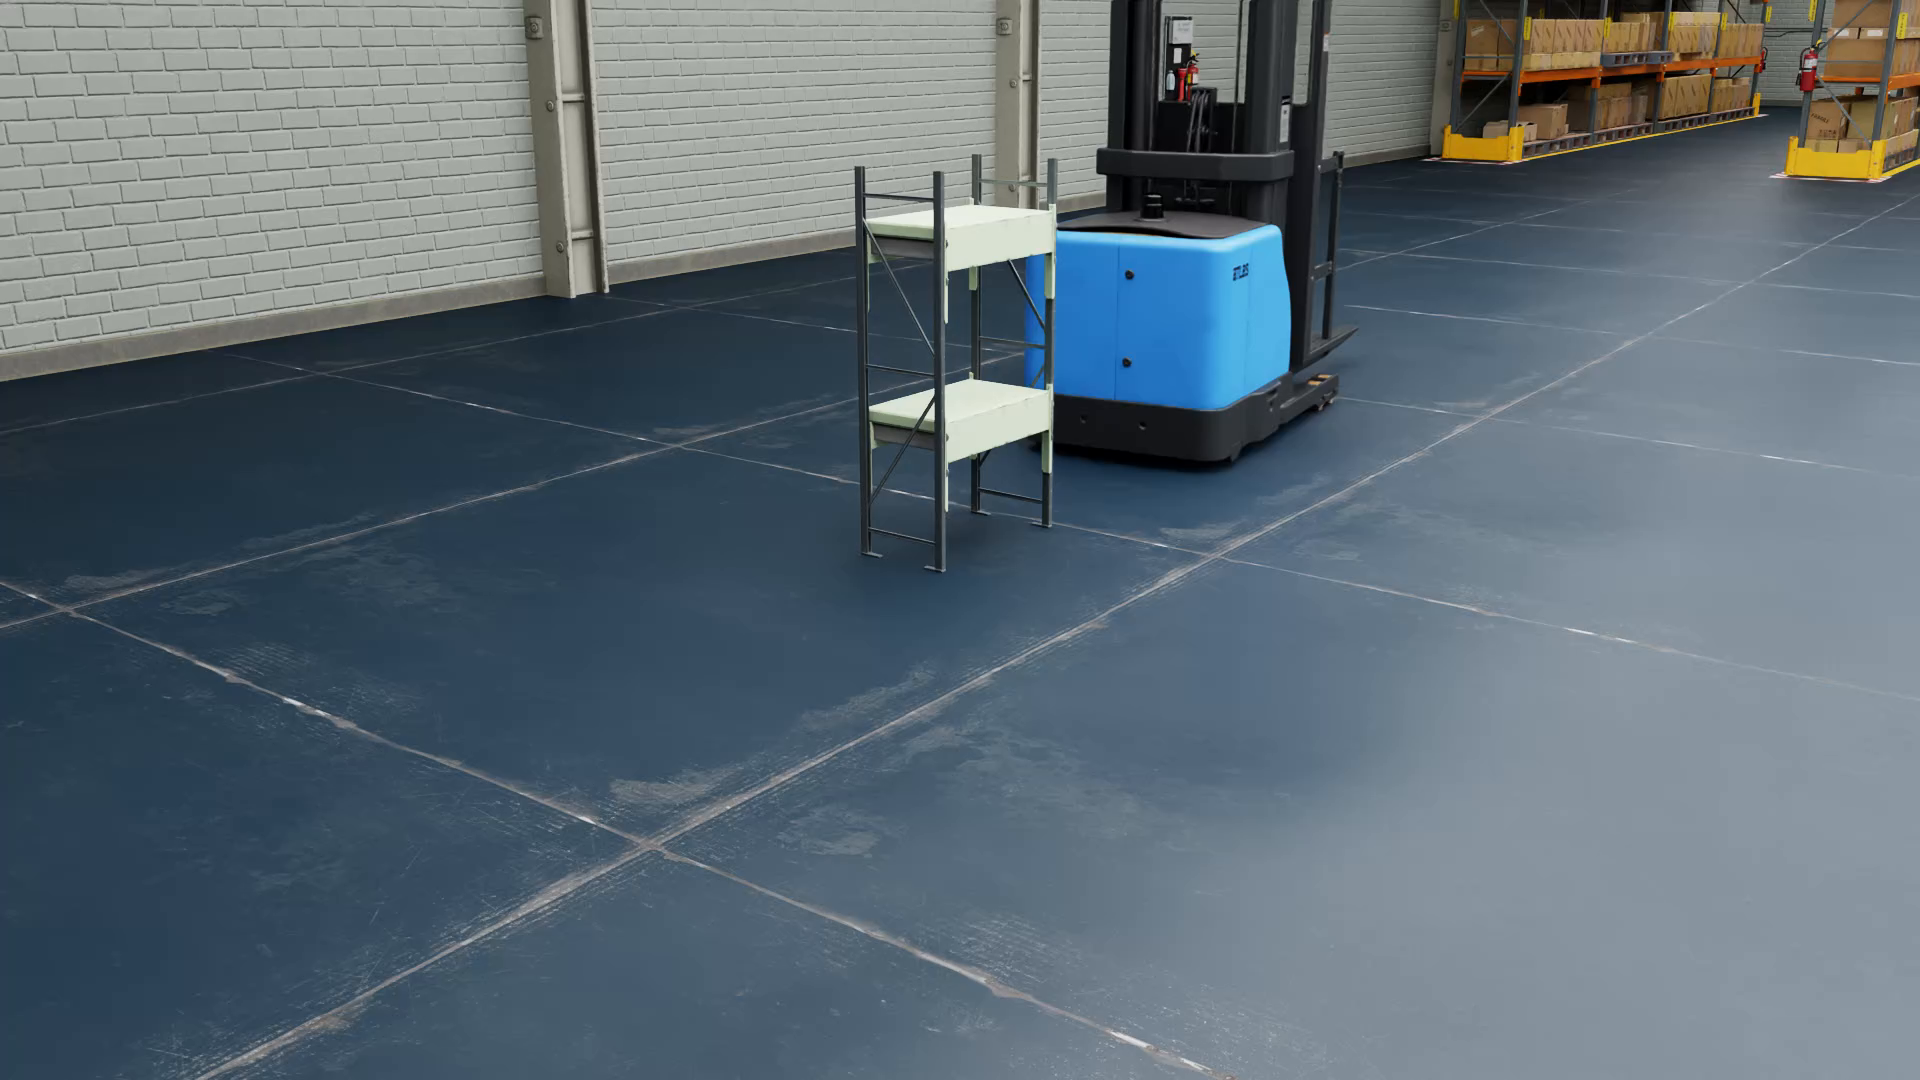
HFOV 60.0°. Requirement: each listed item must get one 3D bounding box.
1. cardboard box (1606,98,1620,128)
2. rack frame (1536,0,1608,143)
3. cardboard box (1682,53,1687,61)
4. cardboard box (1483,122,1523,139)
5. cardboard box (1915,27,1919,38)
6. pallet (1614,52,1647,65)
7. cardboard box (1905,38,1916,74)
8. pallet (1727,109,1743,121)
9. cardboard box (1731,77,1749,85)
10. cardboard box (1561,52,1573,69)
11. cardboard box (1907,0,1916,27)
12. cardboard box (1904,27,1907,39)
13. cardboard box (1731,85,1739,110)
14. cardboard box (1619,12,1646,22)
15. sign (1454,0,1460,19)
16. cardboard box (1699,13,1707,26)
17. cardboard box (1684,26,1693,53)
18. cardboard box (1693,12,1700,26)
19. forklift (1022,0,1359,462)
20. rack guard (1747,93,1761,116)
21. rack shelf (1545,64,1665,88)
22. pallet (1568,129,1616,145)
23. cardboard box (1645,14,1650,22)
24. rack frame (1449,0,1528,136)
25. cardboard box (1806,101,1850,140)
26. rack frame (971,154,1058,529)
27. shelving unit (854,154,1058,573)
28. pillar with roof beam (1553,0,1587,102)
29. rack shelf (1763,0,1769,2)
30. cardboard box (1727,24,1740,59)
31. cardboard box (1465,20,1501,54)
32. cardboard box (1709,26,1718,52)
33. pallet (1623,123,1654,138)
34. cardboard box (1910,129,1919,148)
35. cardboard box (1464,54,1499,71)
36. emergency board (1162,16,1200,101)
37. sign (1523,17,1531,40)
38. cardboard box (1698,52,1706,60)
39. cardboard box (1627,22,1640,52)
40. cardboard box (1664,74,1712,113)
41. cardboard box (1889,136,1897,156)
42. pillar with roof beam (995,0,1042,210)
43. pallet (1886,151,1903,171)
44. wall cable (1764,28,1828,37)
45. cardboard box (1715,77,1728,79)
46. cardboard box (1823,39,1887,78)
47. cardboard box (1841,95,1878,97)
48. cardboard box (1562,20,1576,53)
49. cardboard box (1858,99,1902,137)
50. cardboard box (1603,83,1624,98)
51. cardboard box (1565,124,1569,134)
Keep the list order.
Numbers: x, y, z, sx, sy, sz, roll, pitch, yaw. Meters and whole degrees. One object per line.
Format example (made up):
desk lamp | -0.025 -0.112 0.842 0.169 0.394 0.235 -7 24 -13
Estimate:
cardboard box | 11.439 -7.713 29.995 0.700 0.500 0.500 13 21 35
rack frame | 10.410 -8.272 28.322 1.000 3.000 0.127 12 21 35
cardboard box | 14.081 -9.519 32.728 0.380 0.149 0.250 13 21 35
cardboard box | 8.511 -6.394 26.067 0.500 0.311 0.500 10 20 29
cardboard box | 13.643 -7.350 24.092 0.380 0.149 0.250 13 22 36
pallet | 11.647 -8.654 29.877 1.003 0.211 1.213 12 21 35
cardboard box | 13.520 -7.093 24.357 0.700 0.500 0.500 13 21 35
pallet | 16.419 -9.304 36.350 1.003 0.211 1.213 12 21 35
cardboard box | 17.293 -10.199 36.942 0.380 0.149 0.250 12 21 34
cardboard box | 9.482 -7.683 26.647 0.500 0.250 0.500 13 21 35
cardboard box | 13.234 -7.599 23.800 0.700 0.500 0.500 12 21 35
cardboard box | 13.028 -7.104 23.298 0.380 0.149 0.250 12 21 33
cardboard box | 16.626 -9.713 36.471 0.700 0.500 0.500 12 21 33
cardboard box | 12.855 -9.936 31.712 0.500 0.250 0.500 13 22 36
sign | 7.593 -8.126 25.367 0.100 0.325 0.005 12 21 35
cardboard box | 14.488 -10.337 33.003 0.500 0.250 0.500 13 21 36
cardboard box | 13.905 -9.735 32.331 0.500 0.500 0.500 12 21 34
cardboard box | 14.185 -10.215 32.612 0.500 0.250 0.500 12 21 34
forklift | 1.436 -2.152 8.730 1.130 2.935 3.031 9 19 27
rack guard | 17.575 -9.942 37.915 1.175 0.500 0.348 12 21 35
rack shelf | 11.602 -8.404 29.963 1.077 0.370 4.000 12 21 35
pallet | 10.873 -7.126 29.334 1.003 0.211 1.213 12 21 35
cardboard box | 12.612 -9.705 30.932 0.380 0.149 0.250 9 20 28
rack frame | 8.027 -7.319 25.254 1.000 3.000 0.127 12 21 35
cardboard box | 12.088 -5.870 23.253 0.500 0.500 0.500 12 21 35
rack frame | 0.214 -0.802 6.797 0.400 1.500 0.023 12 21 35
shelving unit | -0.004 -0.715 6.516 0.431 1.500 0.755 12 21 35
pillar with roof beam | 14.782 -11.172 27.546 9.100 9.000 0.400 12 21 35
rack shelf | 16.369 -11.742 35.654 1.077 0.370 4.000 12 21 35
cardboard box | 15.953 -10.620 35.377 0.980 0.700 0.700 12 21 33
cardboard box | 8.137 -7.765 25.645 0.500 0.500 0.500 12 21 34
cardboard box | 15.104 -10.222 33.899 0.500 0.500 0.500 12 21 34
pallet | 12.327 -7.707 31.205 1.003 0.211 1.213 12 21 35
cardboard box | 14.290 -6.136 25.372 0.500 0.250 0.500 12 21 35
cardboard box | 8.150 -7.402 25.742 0.500 0.250 0.500 13 21 35
emergency board | 2.671 -5.628 19.808 0.194 1.169 0.643 12 21 35
sign | 8.463 -7.637 24.817 0.100 0.325 0.005 12 21 35
cardboard box | 14.771 -9.745 33.456 0.380 0.149 0.250 12 21 35
cardboard box | 11.797 -9.068 29.976 0.700 0.500 0.500 12 21 35
cardboard box | 14.894 -9.173 34.142 0.750 0.750 0.750 13 21 35
cardboard box | 13.099 -5.659 23.837 0.500 0.250 0.500 12 21 35
pillar with roof beam | 4.057 -6.885 13.740 9.100 9.000 0.400 12 21 35
pallet | 13.157 -5.592 24.394 1.003 0.211 1.213 12 21 35
wall cable | 21.217 -13.796 41.231 3.097 2.526 0.112 12 21 35
cardboard box | 16.836 -10.206 36.965 0.380 0.149 0.250 12 21 35
cardboard box | 12.296 -6.601 22.774 0.700 0.500 0.500 12 21 35
cardboard box | 13.571 -6.467 25.175 0.500 0.500 0.500 12 21 35
cardboard box | 9.466 -8.039 26.526 0.500 0.500 0.500 13 22 36
cardboard box | 13.090 -6.019 23.733 0.500 0.500 0.500 12 21 35
cardboard box | 11.714 -8.170 30.204 0.500 0.250 0.500 12 21 34
cardboard box | 10.116 -6.996 28.250 0.380 0.166 0.250 9 20 28
